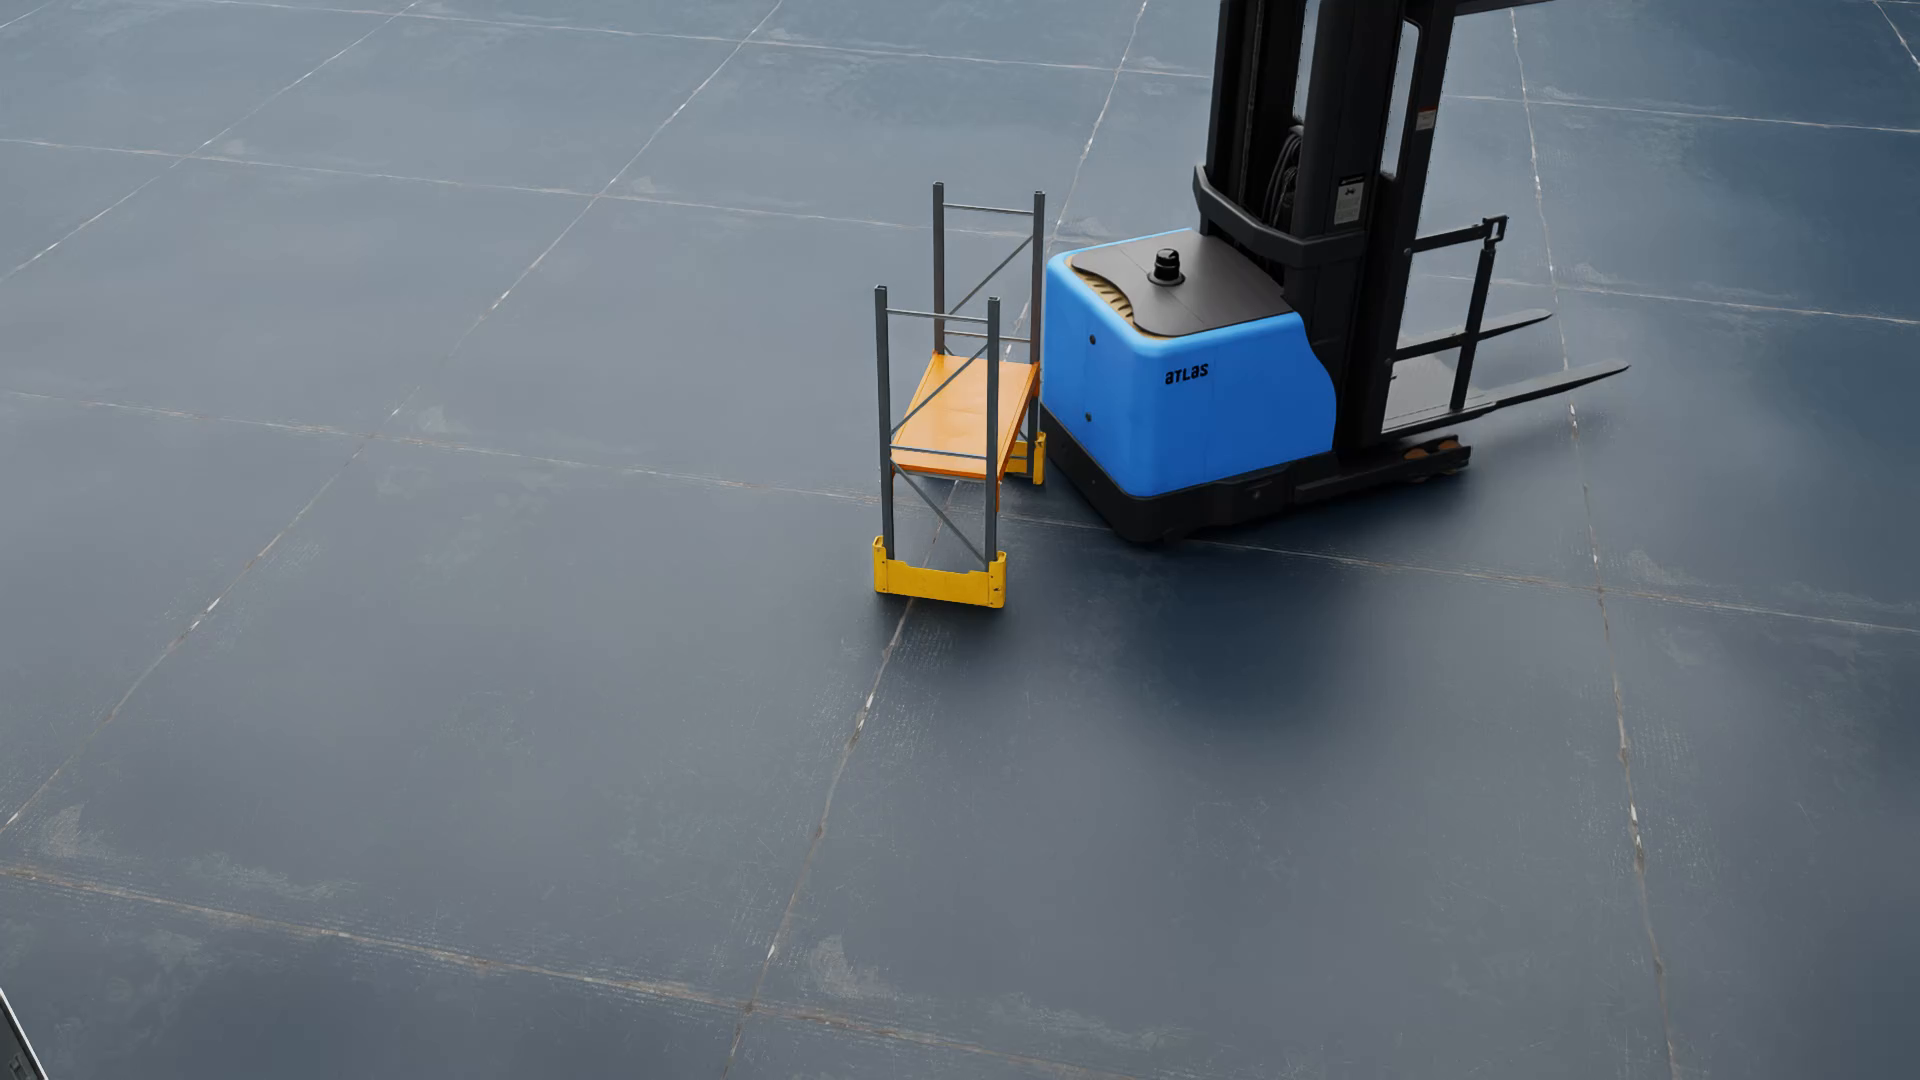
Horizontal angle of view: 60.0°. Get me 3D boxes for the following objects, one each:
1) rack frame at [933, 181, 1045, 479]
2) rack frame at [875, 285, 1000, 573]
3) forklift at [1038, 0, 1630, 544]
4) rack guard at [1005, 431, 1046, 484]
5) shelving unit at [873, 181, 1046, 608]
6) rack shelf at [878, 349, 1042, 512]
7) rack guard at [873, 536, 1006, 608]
[{"bbox_3d":[0.127,-0.948,7.779,0.500,1.500,0.032,7,37,10],"label":"rack frame"},{"bbox_3d":[-0.090,-0.365,6.975,0.500,1.500,0.032,7,37,10],"label":"rack frame"},{"bbox_3d":[1.953,-1.735,7.646,3.031,2.935,1.130,-14,38,-19],"label":"forklift"},{"bbox_3d":[0.123,-0.430,8.131,0.587,0.250,0.087,7,37,10],"label":"rack guard"},{"bbox_3d":[0.016,-0.651,7.370,0.587,1.500,1.083,7,37,10],"label":"shelving unit"},{"bbox_3d":[0.018,-0.511,7.483,0.538,0.185,1.000,7,37,10],"label":"rack shelf"},{"bbox_3d":[-0.090,0.141,7.343,0.587,0.250,0.087,7,37,10],"label":"rack guard"}]
